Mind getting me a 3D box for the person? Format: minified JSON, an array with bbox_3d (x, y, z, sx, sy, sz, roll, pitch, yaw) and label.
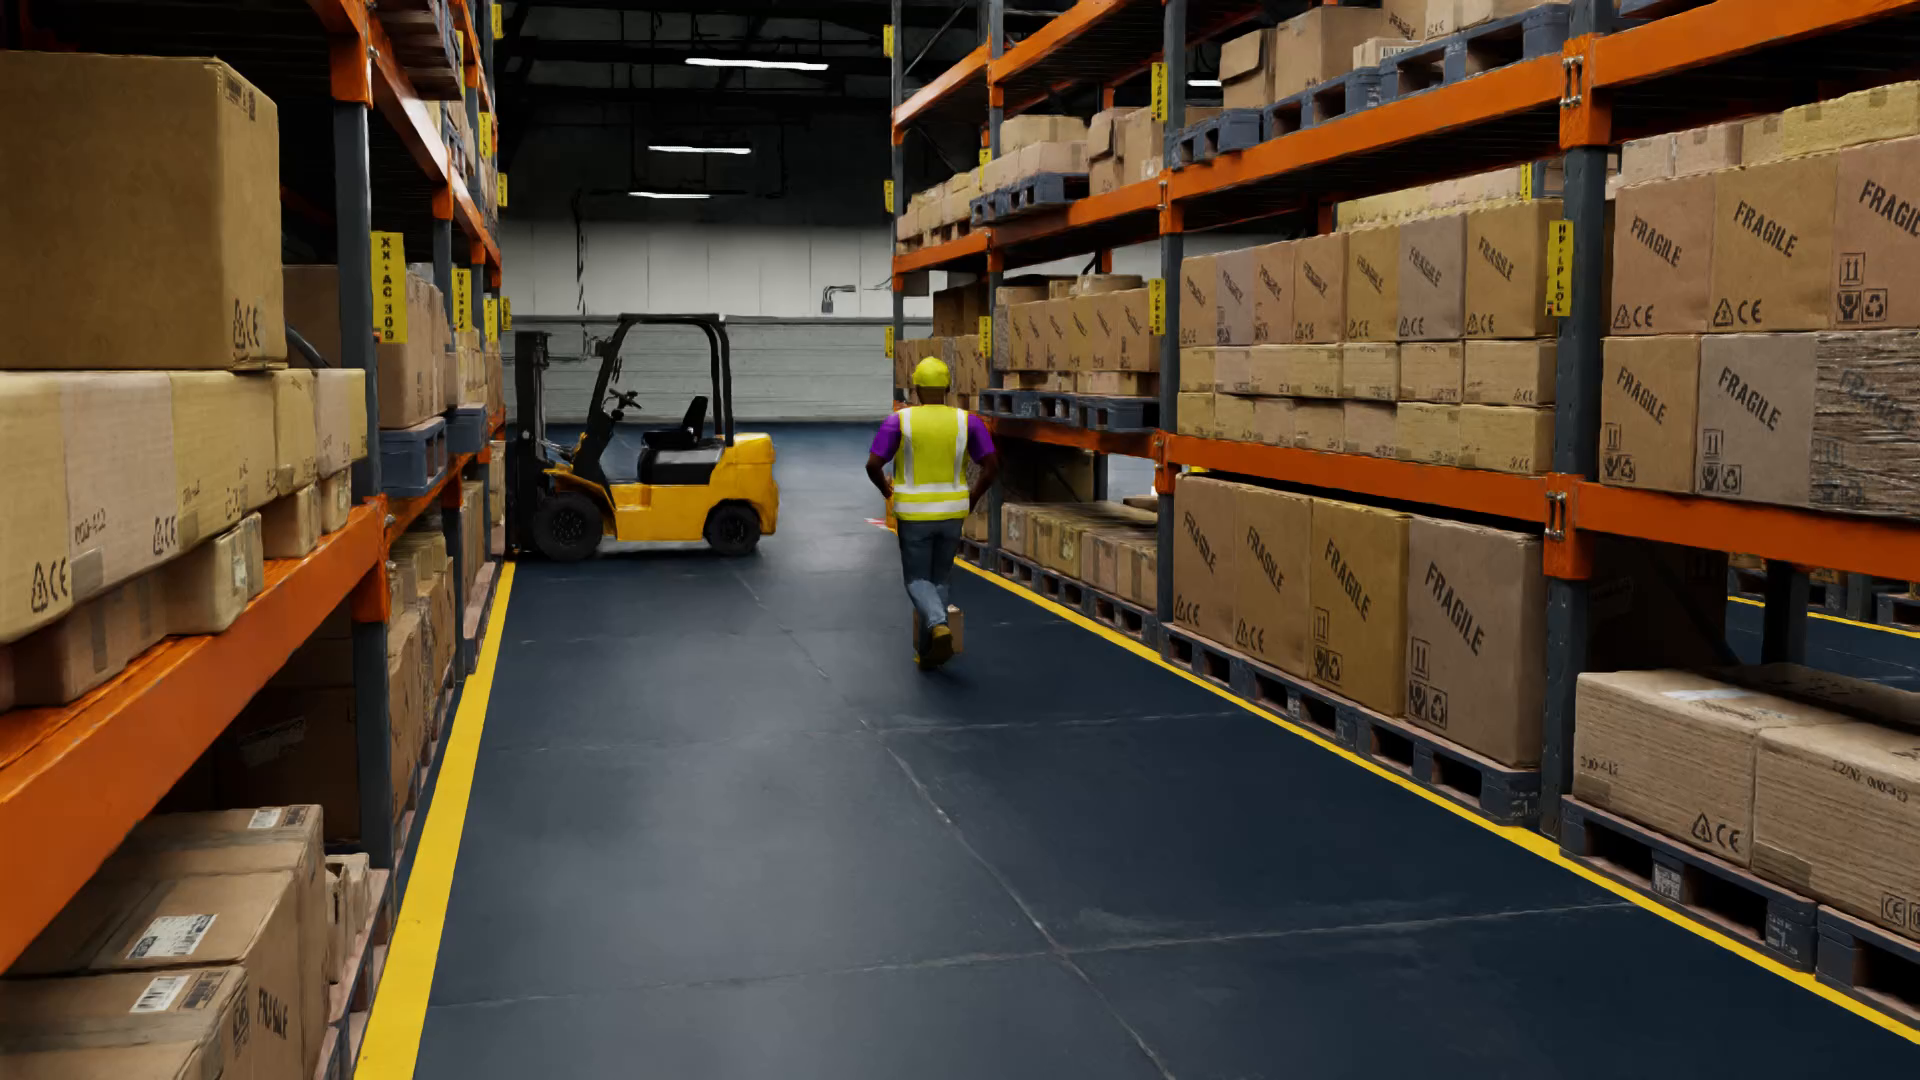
[{"bbox_3d":[-0.170,-0.131,9.132,0.712,1.745,0.726,-1,6,-11],"label":"person"}]
